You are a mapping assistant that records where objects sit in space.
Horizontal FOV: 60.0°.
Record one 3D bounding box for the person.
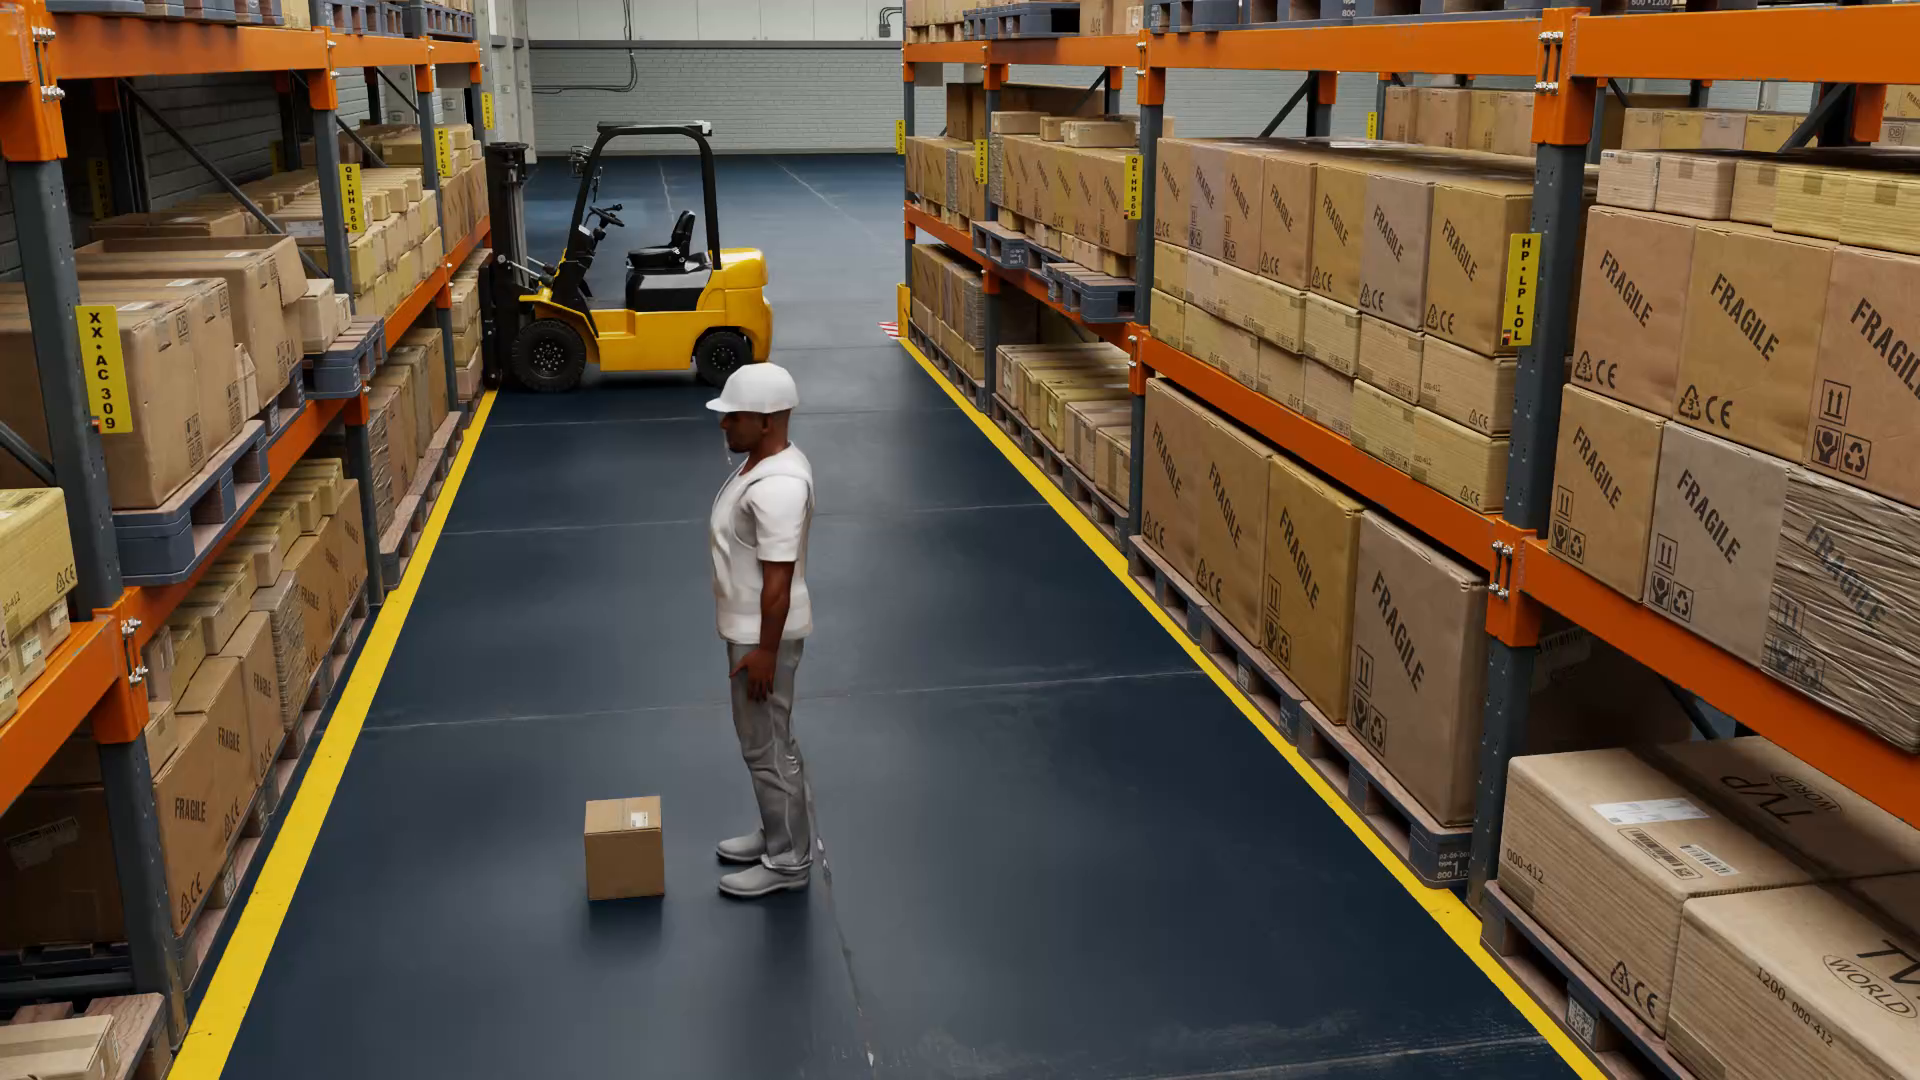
[{"bbox_3d":[-0.652,0.292,5.486,0.367,1.766,0.559,-3,16,-9],"label":"person"}]
